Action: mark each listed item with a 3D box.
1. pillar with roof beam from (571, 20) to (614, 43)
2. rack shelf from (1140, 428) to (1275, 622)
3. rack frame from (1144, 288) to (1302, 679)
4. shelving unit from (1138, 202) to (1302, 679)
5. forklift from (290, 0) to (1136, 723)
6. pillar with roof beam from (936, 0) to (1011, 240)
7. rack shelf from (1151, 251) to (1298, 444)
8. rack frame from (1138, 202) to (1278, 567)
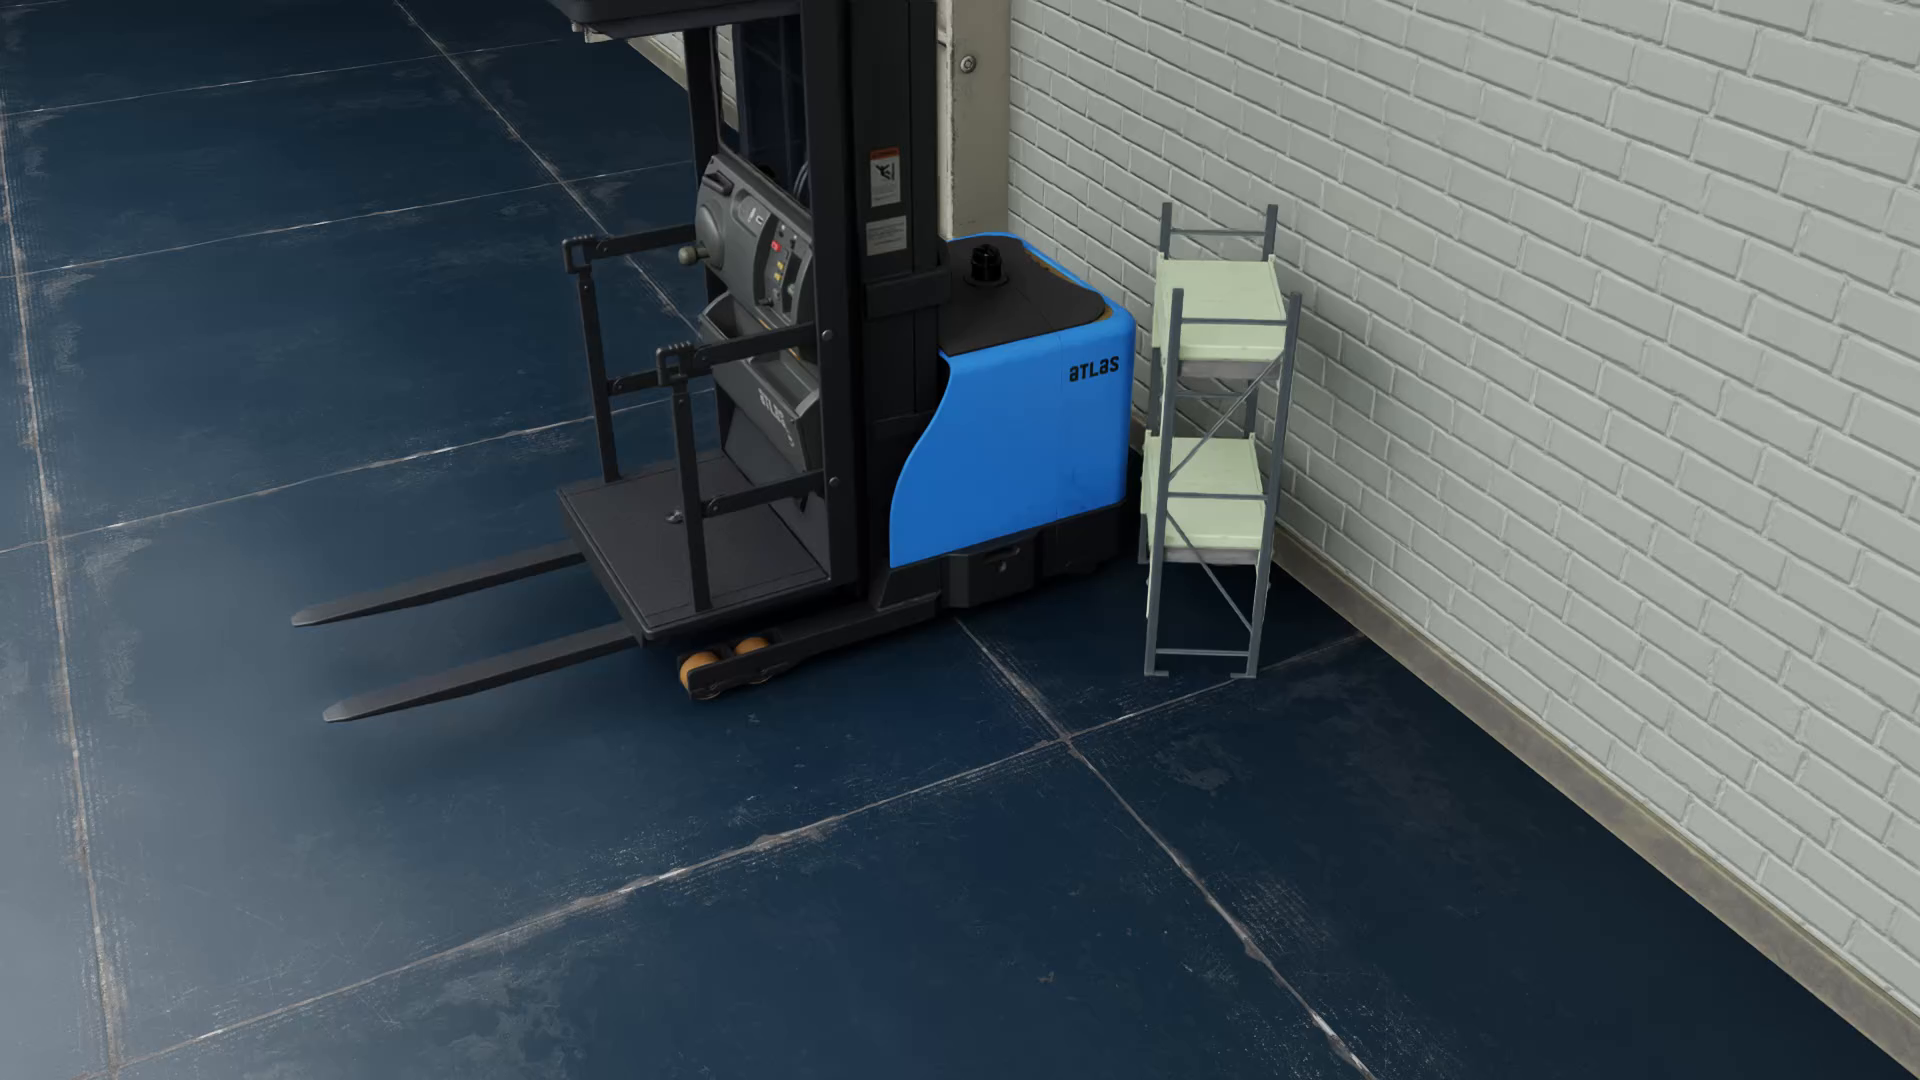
[{"bbox_3d":[-6.599,-6.620,8.741,9.100,9.000,0.400,-16,36,-23],"label":"pillar with roof beam"},{"bbox_3d":[0.885,-0.066,6.067,0.431,0.370,0.720,2,33,3],"label":"rack shelf"},{"bbox_3d":[0.864,-0.144,5.584,0.400,1.500,0.023,2,33,3],"label":"rack frame"},{"bbox_3d":[0.885,-0.341,5.891,0.431,1.500,0.755,2,33,3],"label":"shelving unit"},{"bbox_3d":[-0.887,-0.997,5.589,3.031,2.935,1.130,-16,36,-23],"label":"forklift"},{"bbox_3d":[-3.802,-3.757,4.272,9.100,9.000,0.400,-16,36,-23],"label":"pillar with roof beam"},{"bbox_3d":[0.885,-0.669,5.681,0.431,0.370,0.720,2,33,3],"label":"rack shelf"},{"bbox_3d":[0.906,-0.538,6.199,0.400,1.500,0.023,2,33,3],"label":"rack frame"}]
